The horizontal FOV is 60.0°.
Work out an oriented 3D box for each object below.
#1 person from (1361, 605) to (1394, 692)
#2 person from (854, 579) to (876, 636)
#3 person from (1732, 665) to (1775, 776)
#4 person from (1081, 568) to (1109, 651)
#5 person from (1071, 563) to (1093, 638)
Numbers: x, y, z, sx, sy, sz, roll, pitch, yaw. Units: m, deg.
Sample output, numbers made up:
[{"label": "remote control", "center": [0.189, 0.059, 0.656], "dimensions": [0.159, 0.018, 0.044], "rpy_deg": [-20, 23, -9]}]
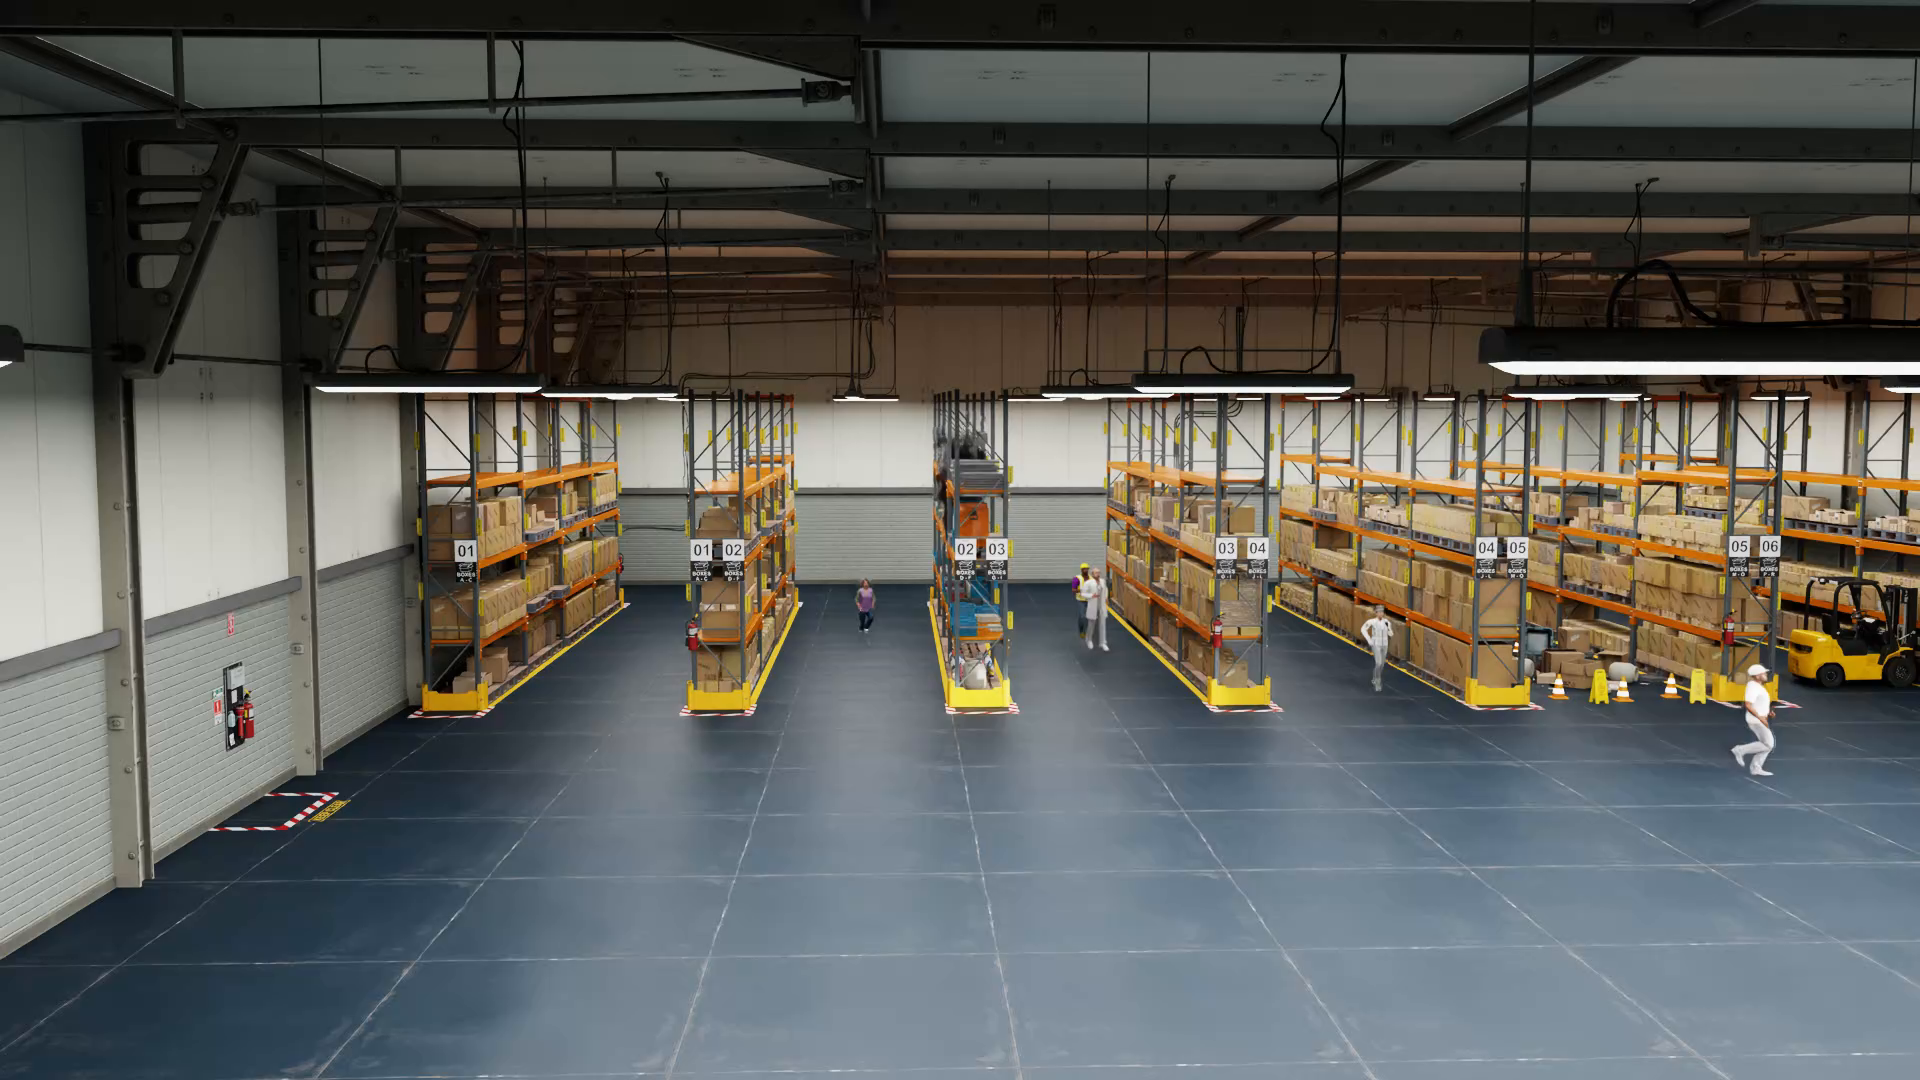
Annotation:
[{"label": "person", "center": [8.410, 2.165, 33.344], "dimensions": [0.590, 1.748, 0.674], "rpy_deg": [-1, 5, -13]}, {"label": "person", "center": [-2.250, 1.628, 39.774], "dimensions": [0.536, 1.412, 0.786], "rpy_deg": [-1, 5, -15]}, {"label": "person", "center": [12.261, 2.775, 25.672], "dimensions": [0.589, 1.721, 0.702], "rpy_deg": [2, 5, 26]}, {"label": "person", "center": [3.020, 1.535, 36.768], "dimensions": [0.708, 1.826, 0.972], "rpy_deg": [-1, 5, -18]}, {"label": "person", "center": [2.922, 1.453, 38.490], "dimensions": [0.677, 1.834, 0.654], "rpy_deg": [-1, 5, -13]}]
